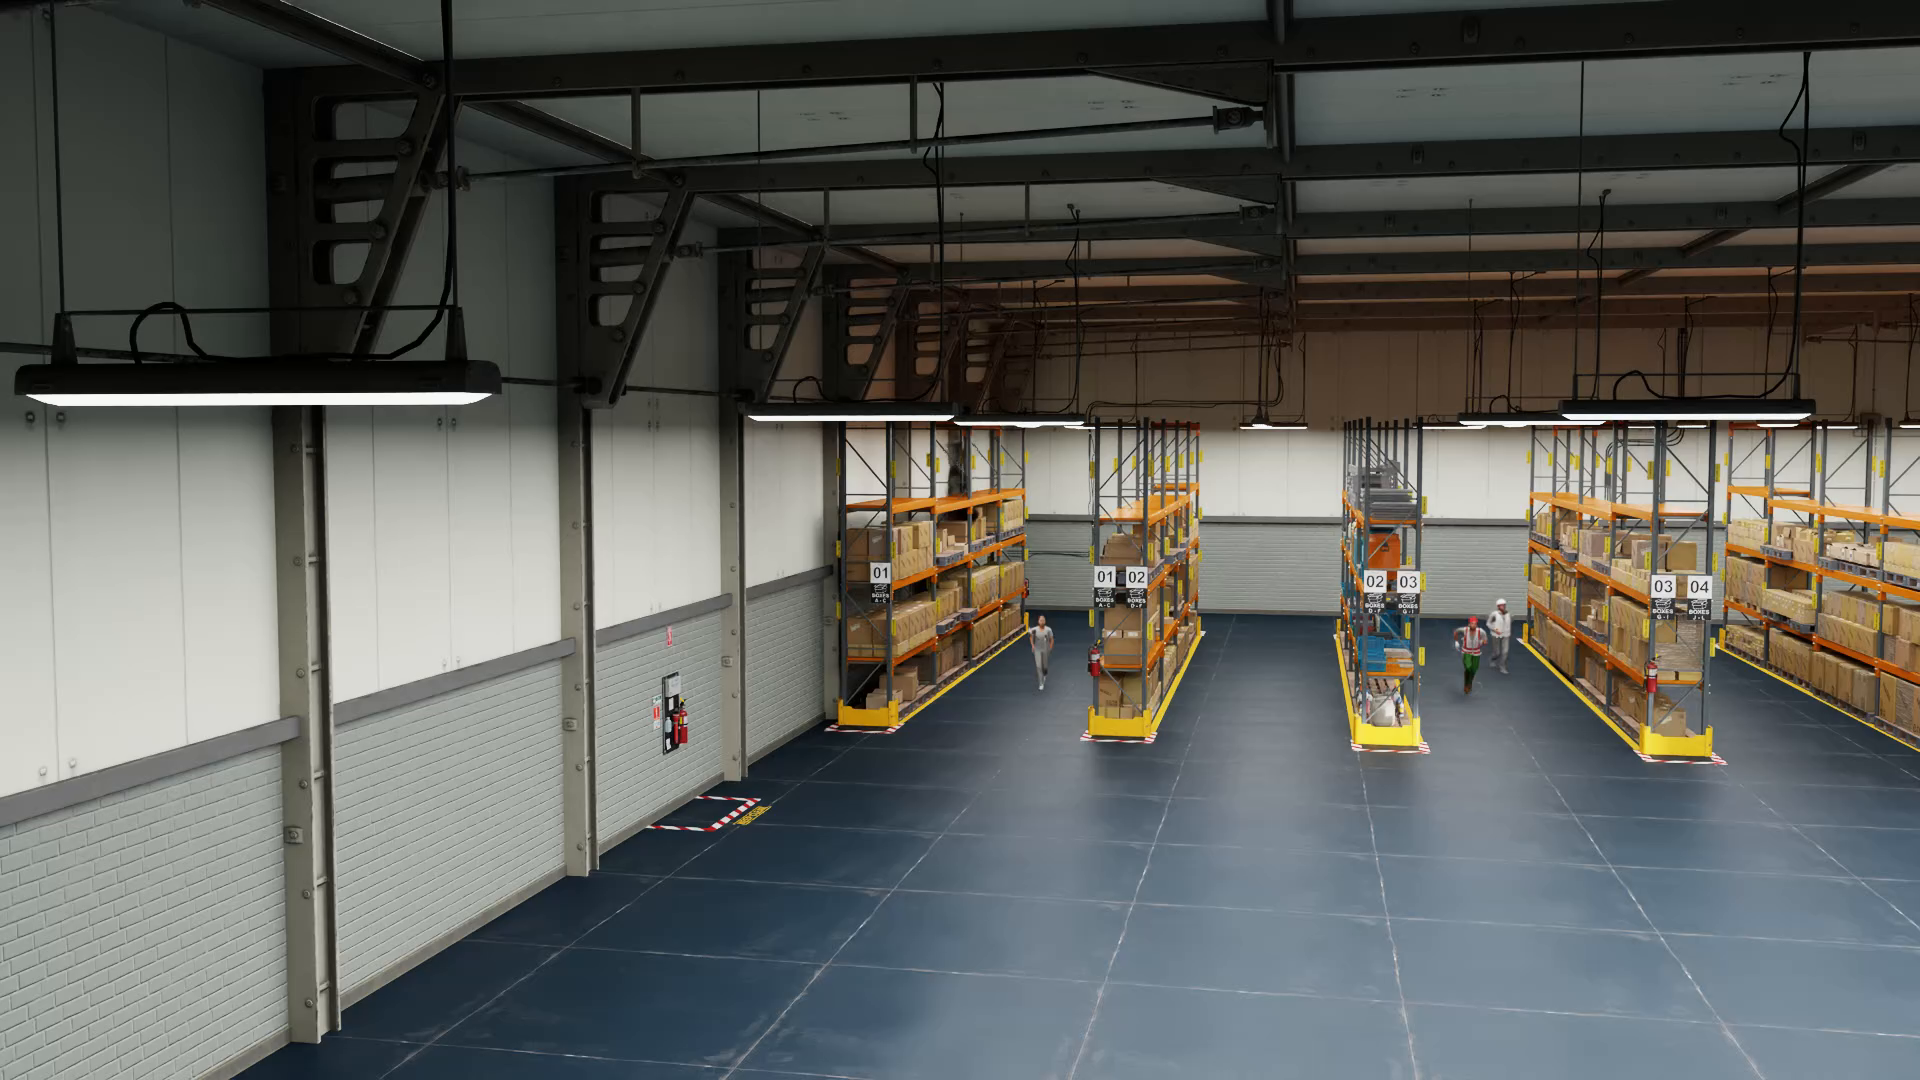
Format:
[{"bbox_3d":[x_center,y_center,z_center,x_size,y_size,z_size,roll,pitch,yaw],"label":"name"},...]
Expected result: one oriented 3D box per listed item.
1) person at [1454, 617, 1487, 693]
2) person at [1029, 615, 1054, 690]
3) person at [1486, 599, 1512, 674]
[{"bbox_3d":[11.102,2.497,36.125,0.642,1.700,0.846,0,4,4],"label":"person"},{"bbox_3d":[1.830,2.500,37.278,0.545,1.645,0.808,0,4,2],"label":"person"},{"bbox_3d":[12.864,2.285,39.613,0.666,1.760,0.814,0,4,-3],"label":"person"}]
